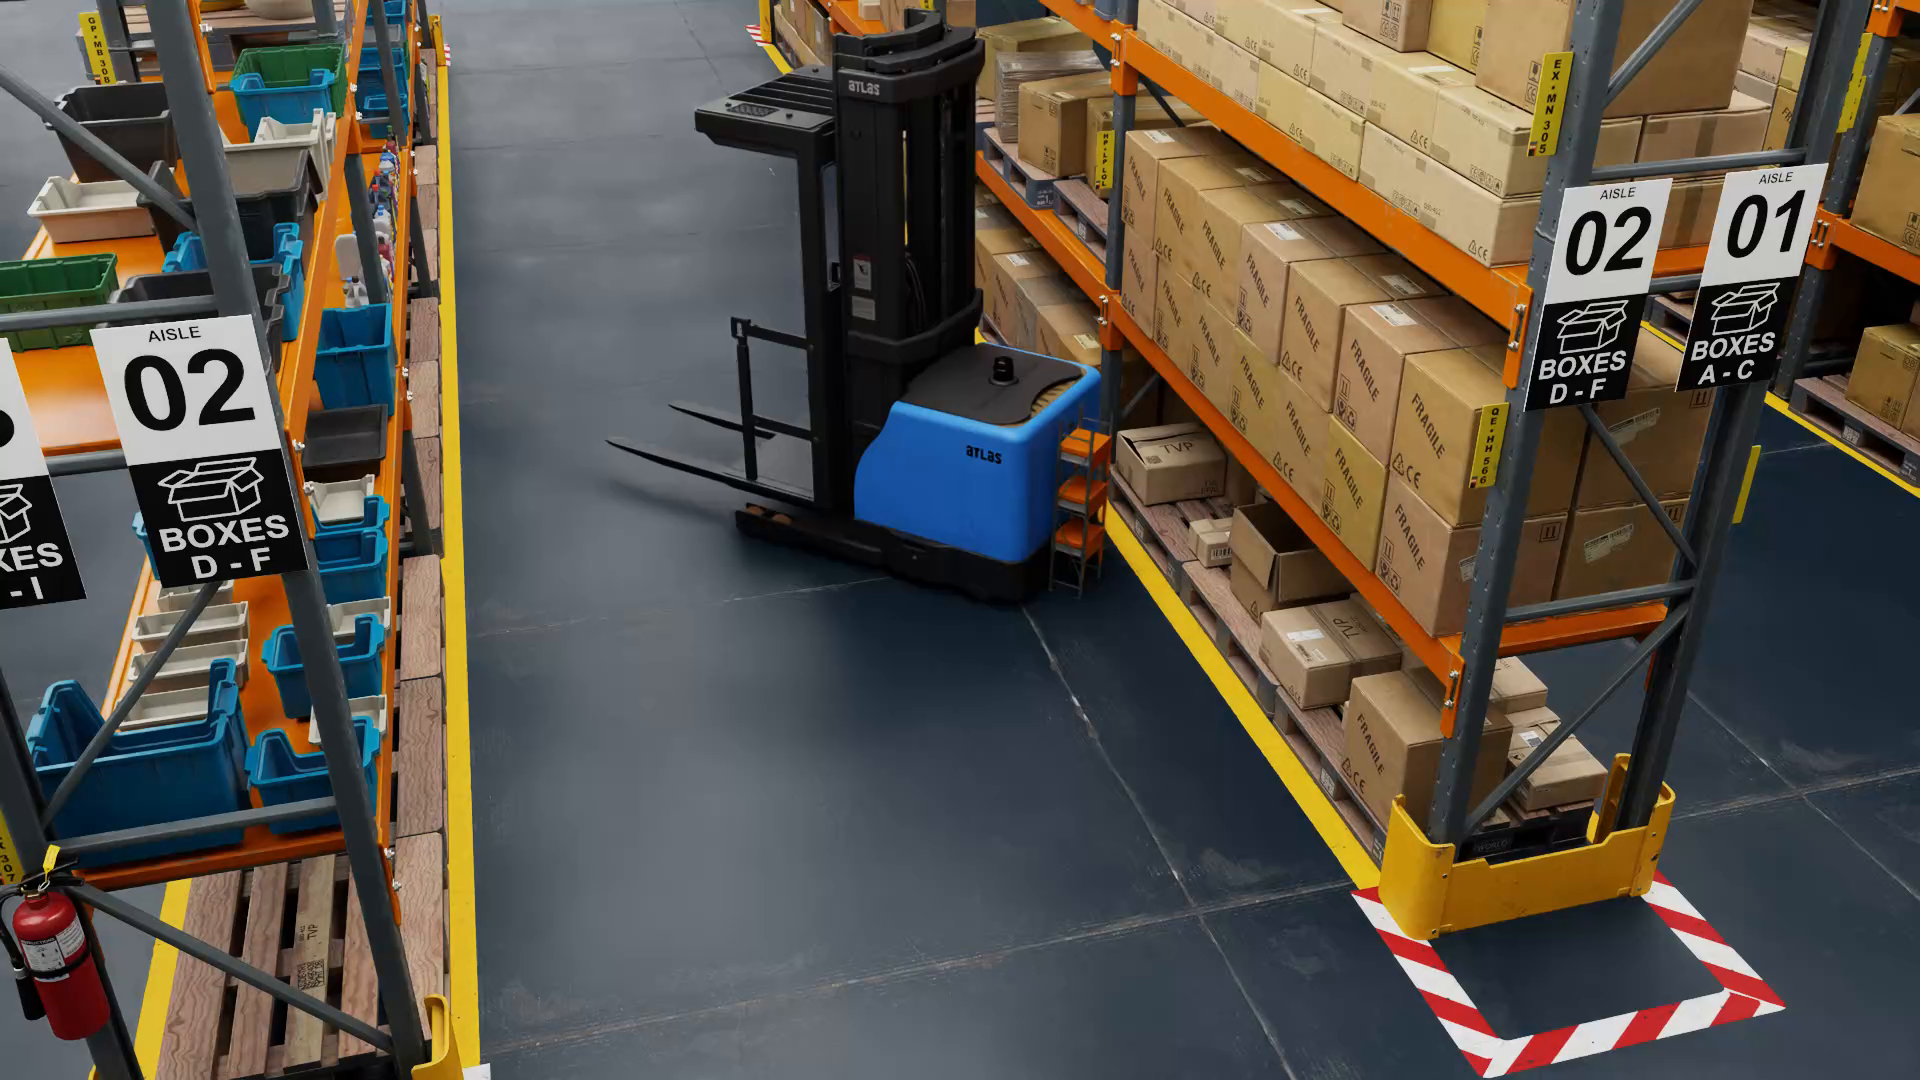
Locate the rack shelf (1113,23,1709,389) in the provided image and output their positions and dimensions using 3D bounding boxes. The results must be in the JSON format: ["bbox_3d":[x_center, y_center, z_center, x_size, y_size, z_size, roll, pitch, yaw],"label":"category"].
[{"bbox_3d":[1.872,-1.709,7.432,1.077,0.370,4.000,-8,31,-13],"label":"rack shelf"}]

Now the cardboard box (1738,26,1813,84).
[{"bbox_3d":[5.619,-3.294,11.281,0.500,0.250,0.500,-7,31,-12],"label":"cardboard box"}]

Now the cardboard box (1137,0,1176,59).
[{"bbox_3d":[1.232,-2.654,8.496,0.500,0.250,0.500,-8,31,-13],"label":"cardboard box"}]

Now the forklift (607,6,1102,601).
[{"bbox_3d":[-0.730,-1.462,9.349,3.031,2.935,1.130,16,34,26],"label":"forklift"}]

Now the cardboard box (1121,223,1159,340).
[{"bbox_3d":[1.214,-1.449,9.159,0.500,0.500,0.500,-7,31,-12],"label":"cardboard box"}]

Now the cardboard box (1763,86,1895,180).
[{"bbox_3d":[5.750,-2.719,11.036,0.500,0.500,0.500,-8,31,-14],"label":"cardboard box"}]

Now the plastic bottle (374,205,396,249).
[{"bbox_3d":[-3.529,-1.916,10.194,0.097,0.271,0.097,0,30,0],"label":"plastic bottle"}]

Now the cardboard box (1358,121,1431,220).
[{"bbox_3d":[1.890,-1.446,6.409,0.500,0.250,0.500,-8,31,-13],"label":"cardboard box"}]

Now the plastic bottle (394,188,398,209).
[{"bbox_3d":[-3.724,-2.240,10.824,0.097,0.201,0.097,0,30,0],"label":"plastic bottle"}]

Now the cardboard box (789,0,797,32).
[{"bbox_3d":[-1.637,-6.031,18.752,0.500,0.500,0.500,-8,31,-13],"label":"cardboard box"}]

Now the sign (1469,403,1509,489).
[{"bbox_3d":[1.862,-0.330,5.855,0.100,0.325,0.005,-8,31,-13],"label":"sign"}]

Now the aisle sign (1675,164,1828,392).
[{"bbox_3d":[2.704,-0.887,5.694,0.394,0.787,0.004,-8,31,-13],"label":"aisle sign"}]

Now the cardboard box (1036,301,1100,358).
[{"bbox_3d":[0.811,-1.237,10.949,0.500,0.500,0.500,-8,31,-13],"label":"cardboard box"}]

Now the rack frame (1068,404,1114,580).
[{"bbox_3d":[0.715,-0.252,9.130,0.200,1.050,0.008,17,34,24],"label":"rack frame"}]

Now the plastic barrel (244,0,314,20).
[{"bbox_3d":[-3.334,-2.858,8.144,0.433,0.535,0.433,0,30,0],"label":"plastic barrel"}]

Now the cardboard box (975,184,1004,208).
[{"bbox_3d":[0.125,-2.471,13.080,0.500,0.500,0.500,-7,31,-11],"label":"cardboard box"}]

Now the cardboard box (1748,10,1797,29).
[{"bbox_3d":[5.484,-3.540,11.706,0.500,0.250,0.500,-7,31,-12],"label":"cardboard box"}]

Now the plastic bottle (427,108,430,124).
[{"bbox_3d":[-5.275,-4.185,16.340,0.097,0.201,0.097,0,30,0],"label":"plastic bottle"}]

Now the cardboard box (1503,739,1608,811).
[{"bbox_3d":[2.623,1.039,7.367,0.380,0.149,0.250,-8,31,-13],"label":"cardboard box"}]

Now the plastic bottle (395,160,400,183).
[{"bbox_3d":[-3.879,-2.522,11.311,0.097,0.201,0.097,0,30,0],"label":"plastic bottle"}]

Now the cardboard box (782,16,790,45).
[{"bbox_3d":[-1.780,-5.946,19.354,0.500,0.250,0.500,-8,31,-13],"label":"cardboard box"}]

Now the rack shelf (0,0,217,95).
[{"bbox_3d":[-2.905,-2.177,5.646,1.077,0.370,4.000,-8,31,-13],"label":"rack shelf"}]

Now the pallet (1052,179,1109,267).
[{"bbox_3d":[1.234,-2.006,10.412,1.003,0.211,1.213,-8,31,-13],"label":"pallet"}]

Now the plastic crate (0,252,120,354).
[{"bbox_3d":[-2.911,-0.744,5.259,0.450,0.188,0.336,-8,31,-13],"label":"plastic crate"}]

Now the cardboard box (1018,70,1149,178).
[{"bbox_3d":[0.813,-2.758,11.002,0.700,0.500,0.500,-16,34,-26],"label":"cardboard box"}]

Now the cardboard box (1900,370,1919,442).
[{"bbox_3d":[6.346,-0.831,10.267,0.700,0.500,0.500,-8,31,-14],"label":"cardboard box"}]

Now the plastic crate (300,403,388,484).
[{"bbox_3d":[-2.880,-0.433,7.719,0.437,0.125,0.590,-8,31,-13],"label":"plastic crate"}]

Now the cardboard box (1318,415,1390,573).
[{"bbox_3d":[1.880,-0.230,7.053,0.500,0.500,0.500,-8,31,-13],"label":"cardboard box"}]

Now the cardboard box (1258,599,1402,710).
[{"bbox_3d":[1.798,0.551,8.110,0.500,0.250,0.500,-8,31,-13],"label":"cardboard box"}]

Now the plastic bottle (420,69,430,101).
[{"bbox_3d":[-5.536,-4.681,17.047,0.144,0.351,0.185,-8,31,-14],"label":"plastic bottle"}]

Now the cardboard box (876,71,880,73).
[{"bbox_3d":[-0.913,-4.554,16.389,0.500,0.311,0.500,-8,31,-13],"label":"cardboard box"}]

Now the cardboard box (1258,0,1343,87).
[{"bbox_3d":[1.619,-2.144,7.116,0.500,0.250,0.500,-8,31,-13],"label":"cardboard box"}]

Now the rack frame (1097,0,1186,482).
[{"bbox_3d":[1.341,-1.688,9.672,1.000,3.000,0.127,-8,31,-13],"label":"rack frame"}]

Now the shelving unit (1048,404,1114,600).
[{"bbox_3d":[0.655,-0.198,9.038,0.215,1.050,0.252,17,34,24],"label":"shelving unit"}]

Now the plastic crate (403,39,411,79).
[{"bbox_3d":[-4.825,-4.000,13.878,0.450,0.188,0.662,-8,31,-13],"label":"plastic crate"}]

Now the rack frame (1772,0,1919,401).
[{"bbox_3d":[6.116,-2.349,10.813,1.000,3.000,0.127,-8,31,-13],"label":"rack frame"}]

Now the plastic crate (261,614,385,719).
[{"bbox_3d":[-2.297,0.466,6.058,0.416,0.233,0.300,-8,31,-13],"label":"plastic crate"}]

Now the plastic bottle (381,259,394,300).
[{"bbox_3d":[-3.293,-1.486,9.452,0.097,0.271,0.097,0,30,0],"label":"plastic bottle"}]

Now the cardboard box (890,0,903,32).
[{"bbox_3d":[-0.321,-4.726,14.821,0.500,0.500,0.500,-8,31,-13],"label":"cardboard box"}]

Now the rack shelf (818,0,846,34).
[{"bbox_3d":[-1.313,-6.207,18.197,1.077,0.370,4.000,-8,31,-13],"label":"rack shelf"}]

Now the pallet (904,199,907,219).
[{"bbox_3d":[0.098,-2.816,14.404,1.003,0.211,1.213,-8,31,-13],"label":"pallet"}]

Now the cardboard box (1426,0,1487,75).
[{"bbox_3d":[2.199,-2.029,6.169,0.700,0.500,0.500,-8,31,-13],"label":"cardboard box"}]

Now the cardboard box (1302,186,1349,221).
[{"bbox_3d":[1.997,-1.464,8.187,0.500,0.500,0.500,-8,31,-13],"label":"cardboard box"}]

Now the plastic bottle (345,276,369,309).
[{"bbox_3d":[-3.227,-1.243,8.952,0.144,0.351,0.185,-8,31,-13],"label":"plastic bottle"}]

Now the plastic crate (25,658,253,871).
[{"bbox_3d":[-2.643,0.722,5.412,0.616,0.435,0.499,-8,31,-13],"label":"plastic crate"}]

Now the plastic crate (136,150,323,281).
[{"bbox_3d":[-2.514,-1.145,5.802,0.504,0.338,0.767,-8,31,-13],"label":"plastic crate"}]

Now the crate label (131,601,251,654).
[{"bbox_3d":[-2.925,0.346,6.362,0.396,0.136,0.243,-8,31,-13],"label":"crate label"}]

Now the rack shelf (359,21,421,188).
[{"bbox_3d":[-5.028,-3.618,13.724,1.077,0.370,4.000,-8,31,-13],"label":"rack shelf"}]

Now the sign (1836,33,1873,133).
[{"bbox_3d":[2.926,-1.505,5.489,0.100,0.325,0.005,-8,31,-13],"label":"sign"}]

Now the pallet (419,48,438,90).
[{"bbox_3d":[-6.345,-5.197,18.518,1.003,0.211,1.213,-8,31,-13],"label":"pallet"}]

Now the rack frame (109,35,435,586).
[{"bbox_3d":[-3.436,-1.031,8.537,1.000,3.000,0.127,-8,31,-13],"label":"rack frame"}]

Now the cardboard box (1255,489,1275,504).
[{"bbox_3d":[1.965,-0.115,9.200,0.500,0.311,0.500,-8,31,-13],"label":"cardboard box"}]

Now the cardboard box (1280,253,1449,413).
[{"bbox_3d":[1.742,-0.904,7.220,0.500,0.500,0.500,-7,31,-12],"label":"cardboard box"}]

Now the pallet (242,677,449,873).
[{"bbox_3d":[-2.876,1.116,7.611,1.003,0.211,1.213,-8,31,-13],"label":"pallet"}]

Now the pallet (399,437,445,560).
[{"bbox_3d":[-3.600,-0.203,9.889,1.003,0.211,1.213,-8,31,-13],"label":"pallet"}]
